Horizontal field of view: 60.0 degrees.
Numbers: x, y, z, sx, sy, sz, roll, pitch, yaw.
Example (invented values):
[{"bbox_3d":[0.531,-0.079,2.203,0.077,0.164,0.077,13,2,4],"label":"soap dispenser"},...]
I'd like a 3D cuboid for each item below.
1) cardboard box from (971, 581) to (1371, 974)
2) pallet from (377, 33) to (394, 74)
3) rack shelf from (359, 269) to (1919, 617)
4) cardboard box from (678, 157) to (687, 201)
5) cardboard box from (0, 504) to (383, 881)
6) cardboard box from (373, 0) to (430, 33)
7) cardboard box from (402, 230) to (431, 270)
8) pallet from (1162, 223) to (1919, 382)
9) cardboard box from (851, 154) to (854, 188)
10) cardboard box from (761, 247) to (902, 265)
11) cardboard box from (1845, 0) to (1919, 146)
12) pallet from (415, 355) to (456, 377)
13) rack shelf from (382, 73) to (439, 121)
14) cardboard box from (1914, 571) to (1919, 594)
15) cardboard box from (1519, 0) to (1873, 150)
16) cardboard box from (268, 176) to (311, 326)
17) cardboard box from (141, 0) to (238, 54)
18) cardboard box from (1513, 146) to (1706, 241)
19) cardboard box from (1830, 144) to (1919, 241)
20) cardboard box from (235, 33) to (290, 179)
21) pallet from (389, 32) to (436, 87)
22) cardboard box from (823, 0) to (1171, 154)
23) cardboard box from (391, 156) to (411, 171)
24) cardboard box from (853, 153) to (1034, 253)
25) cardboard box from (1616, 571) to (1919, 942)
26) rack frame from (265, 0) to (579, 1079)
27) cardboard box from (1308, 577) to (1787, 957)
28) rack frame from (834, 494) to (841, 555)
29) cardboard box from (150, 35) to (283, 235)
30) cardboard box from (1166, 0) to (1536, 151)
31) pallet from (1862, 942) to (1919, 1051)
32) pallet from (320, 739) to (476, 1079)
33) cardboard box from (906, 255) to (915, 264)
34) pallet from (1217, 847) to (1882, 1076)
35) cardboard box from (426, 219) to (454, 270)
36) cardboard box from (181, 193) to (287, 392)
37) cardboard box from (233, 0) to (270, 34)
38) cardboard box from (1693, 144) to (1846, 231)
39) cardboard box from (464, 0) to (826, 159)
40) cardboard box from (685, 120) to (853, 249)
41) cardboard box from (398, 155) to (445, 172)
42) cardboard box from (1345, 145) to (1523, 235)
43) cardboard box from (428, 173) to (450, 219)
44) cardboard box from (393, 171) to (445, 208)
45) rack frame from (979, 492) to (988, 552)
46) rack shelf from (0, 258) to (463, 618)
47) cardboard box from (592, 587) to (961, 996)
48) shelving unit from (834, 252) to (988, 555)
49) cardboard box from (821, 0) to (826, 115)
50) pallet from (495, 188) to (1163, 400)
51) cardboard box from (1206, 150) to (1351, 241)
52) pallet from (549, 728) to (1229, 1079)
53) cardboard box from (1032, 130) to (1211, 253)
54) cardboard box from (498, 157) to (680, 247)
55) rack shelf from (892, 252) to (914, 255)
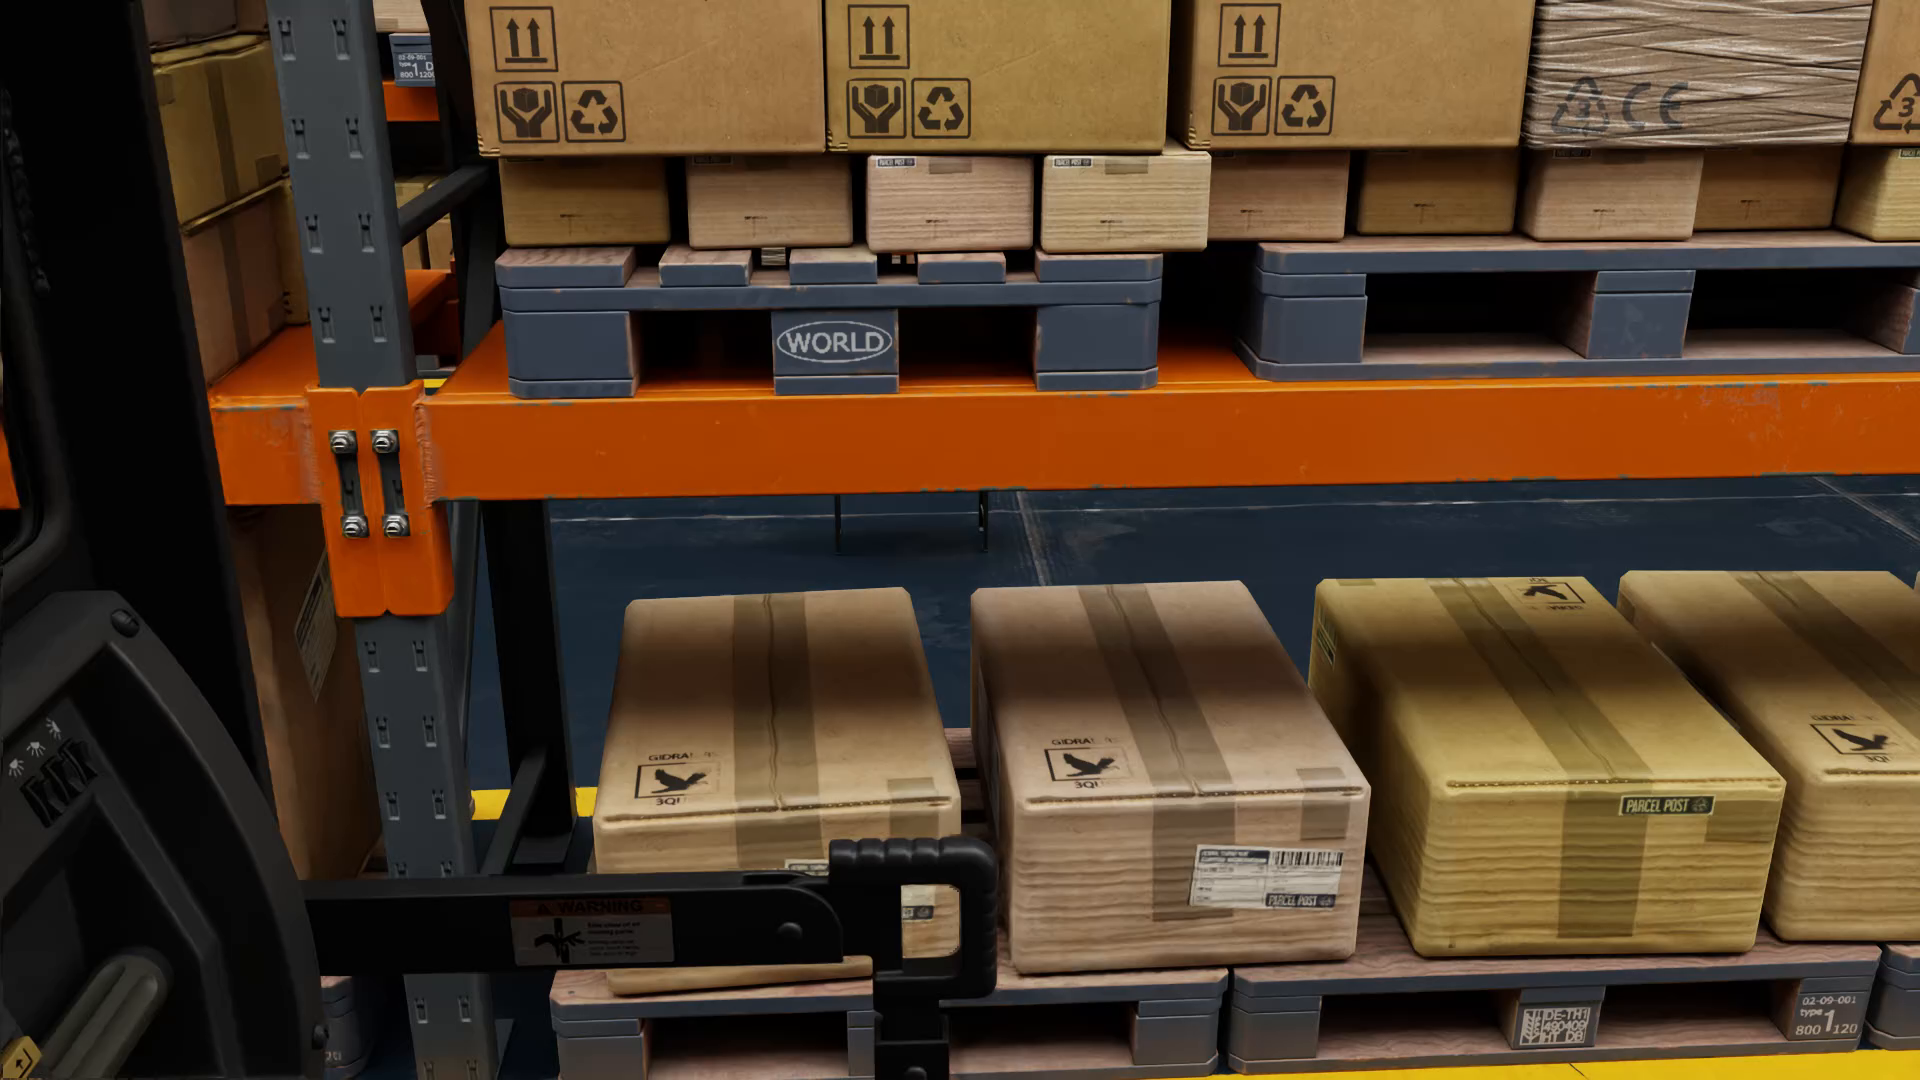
[{"bbox_3d":[0.371,0.435,3.364,0.625,0.372,0.950,-2,21,-4],"label":"cardboard box"},{"bbox_3d":[-3.158,-2.203,7.461,1.213,0.211,1.003,-1,21,-3],"label":"pallet"},{"bbox_3d":[1.067,-0.275,3.139,4.000,0.370,1.077,-1,21,-3],"label":"rack shelf"},{"bbox_3d":[-0.616,-0.740,3.111,0.250,0.149,0.380,0,21,-1],"label":"cardboard box"},{"bbox_3d":[-1.624,0.211,3.248,0.875,0.875,0.875,-1,21,-4],"label":"cardboard box"},{"bbox_3d":[-2.252,-2.324,7.129,0.500,0.250,0.500,-2,21,-6],"label":"cardboard box"},{"bbox_3d":[-2.650,-1.259,7.635,0.500,0.500,0.500,0,21,-1],"label":"cardboard box"},{"bbox_3d":[1.044,-0.536,3.082,1.213,0.211,1.003,-1,21,-3],"label":"pallet"},{"bbox_3d":[-0.104,-0.792,3.248,0.250,0.149,0.380,-1,21,-4],"label":"cardboard box"},{"bbox_3d":[-0.594,-1.428,7.903,0.625,0.625,0.875,-1,21,-1],"label":"cardboard box"},{"bbox_3d":[1.605,-0.924,2.684,0.500,0.500,0.500,0,21,-1],"label":"cardboard box"},{"bbox_3d":[-1.965,-1.029,8.027,1.213,0.211,1.003,-1,21,-3],"label":"pallet"},{"bbox_3d":[-3.214,-1.957,7.556,4.000,0.370,1.077,-1,21,-3],"label":"rack shelf"},{"bbox_3d":[2.540,0.392,3.480,0.625,0.372,0.950,-1,21,-2],"label":"cardboard box"},{"bbox_3d":[1.082,-0.913,2.655,0.500,0.500,0.500,-2,21,-5],"label":"cardboard box"},{"bbox_3d":[-1.433,-0.580,3.139,0.500,0.250,0.500,-2,21,-4],"label":"cardboard box"},{"bbox_3d":[-1.431,-0.981,2.437,0.500,0.500,0.500,-2,21,-5],"label":"cardboard box"},{"bbox_3d":[1.021,-0.606,2.759,0.250,0.149,0.380,-1,21,-1],"label":"cardboard box"},{"bbox_3d":[1.546,-0.607,2.761,0.250,0.149,0.380,-1,21,-3],"label":"cardboard box"},{"bbox_3d":[-1.450,-0.812,3.045,0.500,0.250,0.500,-1,21,-3],"label":"cardboard box"},{"bbox_3d":[-1.890,-2.205,7.468,1.003,0.211,1.213,-1,21,-3],"label":"pallet"},{"bbox_3d":[0.052,-0.893,2.601,0.500,0.500,0.500,0,21,0],"label":"cardboard box"},{"bbox_3d":[-2.801,-1.741,7.988,0.250,0.149,0.380,-2,21,-4],"label":"cardboard box"},{"bbox_3d":[-0.035,-0.573,2.673,0.250,0.149,0.380,-3,21,-7],"label":"cardboard box"},{"bbox_3d":[1.822,0.407,3.438,0.625,0.372,0.950,0,21,0],"label":"cardboard box"},{"bbox_3d":[-0.930,-0.571,2.904,0.127,3.000,1.000,-1,21,-3],"label":"rack frame"},{"bbox_3d":[1.128,0.422,3.400,0.625,0.372,0.950,0,21,-1],"label":"cardboard box"},{"bbox_3d":[-0.409,-0.552,5.386,0.015,1.200,0.240,-1,21,-3],"label":"rack frame"},{"bbox_3d":[-1.399,-0.634,2.579,0.500,0.250,0.500,-1,21,-3],"label":"cardboard box"},{"bbox_3d":[0.582,-0.906,2.636,0.500,0.500,0.500,-1,21,-2],"label":"cardboard box"},{"bbox_3d":[2.286,0.668,3.571,1.213,0.211,1.003,-1,21,-3],"label":"pallet"},{"bbox_3d":[-1.722,0.722,3.428,1.213,0.211,1.003,-1,21,-3],"label":"pallet"},{"bbox_3d":[0.058,-1.444,7.946,0.625,0.625,0.875,0,21,-1],"label":"cardboard box"},{"bbox_3d":[1.065,0.694,3.503,1.213,0.211,1.003,-1,21,-3],"label":"pallet"},{"bbox_3d":[-2.127,-1.270,7.665,0.500,0.500,0.500,-1,21,-4],"label":"cardboard box"},{"bbox_3d":[-1.420,-0.398,2.661,0.500,0.250,0.500,-2,21,-5],"label":"cardboard box"},{"bbox_3d":[-1.436,-1.161,2.910,0.500,0.500,0.500,-2,21,-5],"label":"cardboard box"},{"bbox_3d":[1.277,-0.638,2.843,0.250,0.149,0.380,-2,21,-5],"label":"cardboard box"},{"bbox_3d":[-0.468,-0.880,2.567,0.500,0.500,0.500,-2,21,-5],"label":"cardboard box"},{"bbox_3d":[-0.311,-0.584,2.702,0.250,0.149,0.380,-2,21,-6],"label":"cardboard box"},{"bbox_3d":[-2.543,-1.763,8.048,0.250,0.149,0.380,-2,21,-6],"label":"cardboard box"},{"bbox_3d":[0.757,-0.623,2.806,0.250,0.149,0.380,0,21,-1],"label":"cardboard box"},{"bbox_3d":[-2.232,-1.559,7.511,0.250,0.149,0.380,-2,21,-5],"label":"cardboard box"},{"bbox_3d":[-2.498,-1.570,7.539,0.250,0.149,0.380,-1,21,-1],"label":"cardboard box"},{"bbox_3d":[0.078,-0.562,5.412,0.015,1.200,0.240,-1,21,-3],"label":"rack frame"},{"bbox_3d":[-2.927,-0.194,2.925,4.000,0.370,1.077,-1,21,-3],"label":"rack shelf"},{"bbox_3d":[-0.365,0.453,3.318,0.625,0.372,0.950,-3,21,-7],"label":"cardboard box"},{"bbox_3d":[-0.165,-0.557,5.399,0.503,1.200,0.258,-1,21,-3],"label":"shelving unit"},{"bbox_3d":[-0.492,-1.061,3.042,0.500,0.500,0.500,-2,21,-5],"label":"cardboard box"},{"bbox_3d":[-0.225,-0.533,3.075,1.003,0.211,1.213,-1,21,-3],"label":"pallet"},{"bbox_3d":[0.477,-0.604,2.754,0.250,0.149,0.380,0,21,0],"label":"cardboard box"},{"bbox_3d":[-0.150,0.717,3.440,1.213,0.211,1.003,-1,21,-3],"label":"pallet"},{"bbox_3d":[0.241,-0.571,2.669,0.250,0.149,0.380,-1,21,-3],"label":"cardboard box"},{"bbox_3d":[-0.595,-0.590,2.718,0.250,0.149,0.380,-2,21,-6],"label":"cardboard box"},{"bbox_3d":[-0.165,-0.925,5.259,0.480,0.148,0.258,-1,21,-3],"label":"rack shelf"}]
